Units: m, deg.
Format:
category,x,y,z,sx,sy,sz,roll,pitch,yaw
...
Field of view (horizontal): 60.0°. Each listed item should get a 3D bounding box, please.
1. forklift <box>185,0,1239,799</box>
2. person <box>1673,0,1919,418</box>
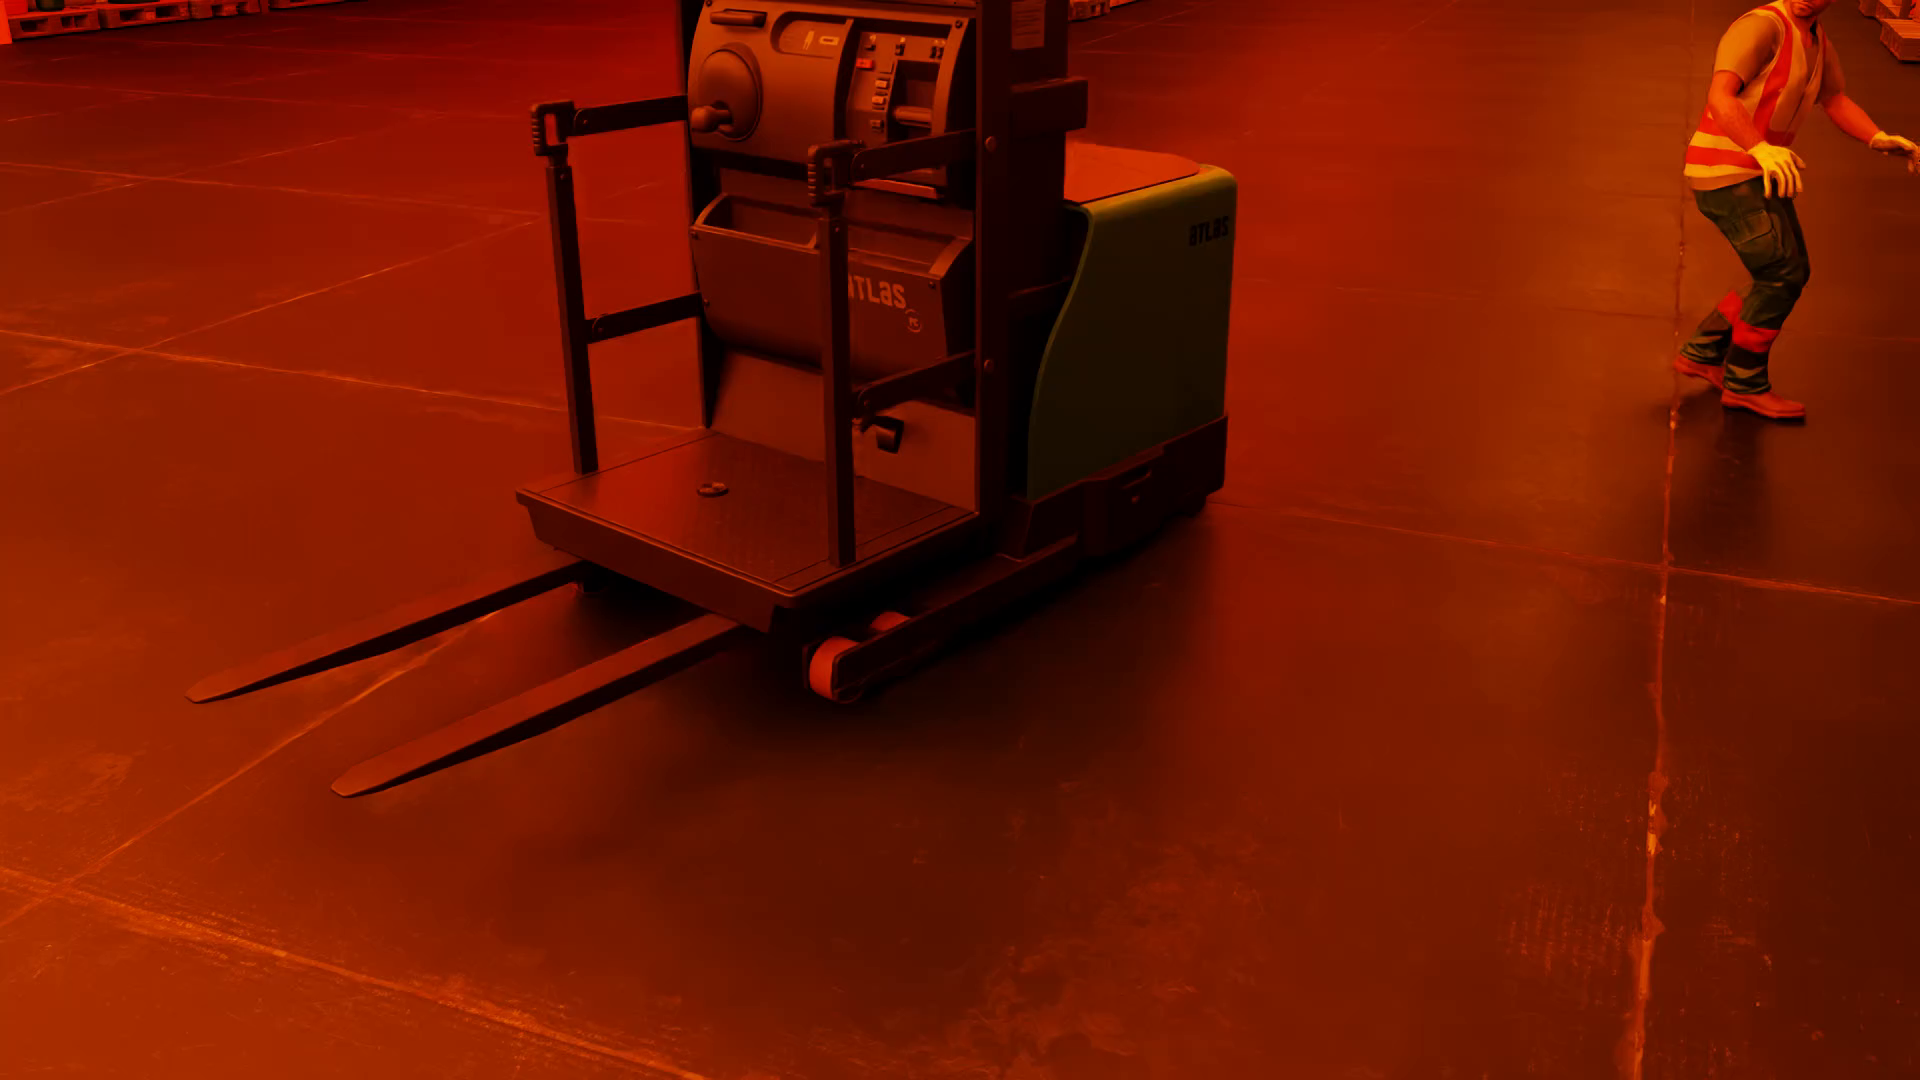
category,x,y,z,sx,sy,sz,roll,pitch,yaw
forklift,-0.489,-1.164,4.078,1.130,2.935,3.031,18,29,37
person,2.991,-1.273,5.951,0.726,1.686,0.821,18,29,36
